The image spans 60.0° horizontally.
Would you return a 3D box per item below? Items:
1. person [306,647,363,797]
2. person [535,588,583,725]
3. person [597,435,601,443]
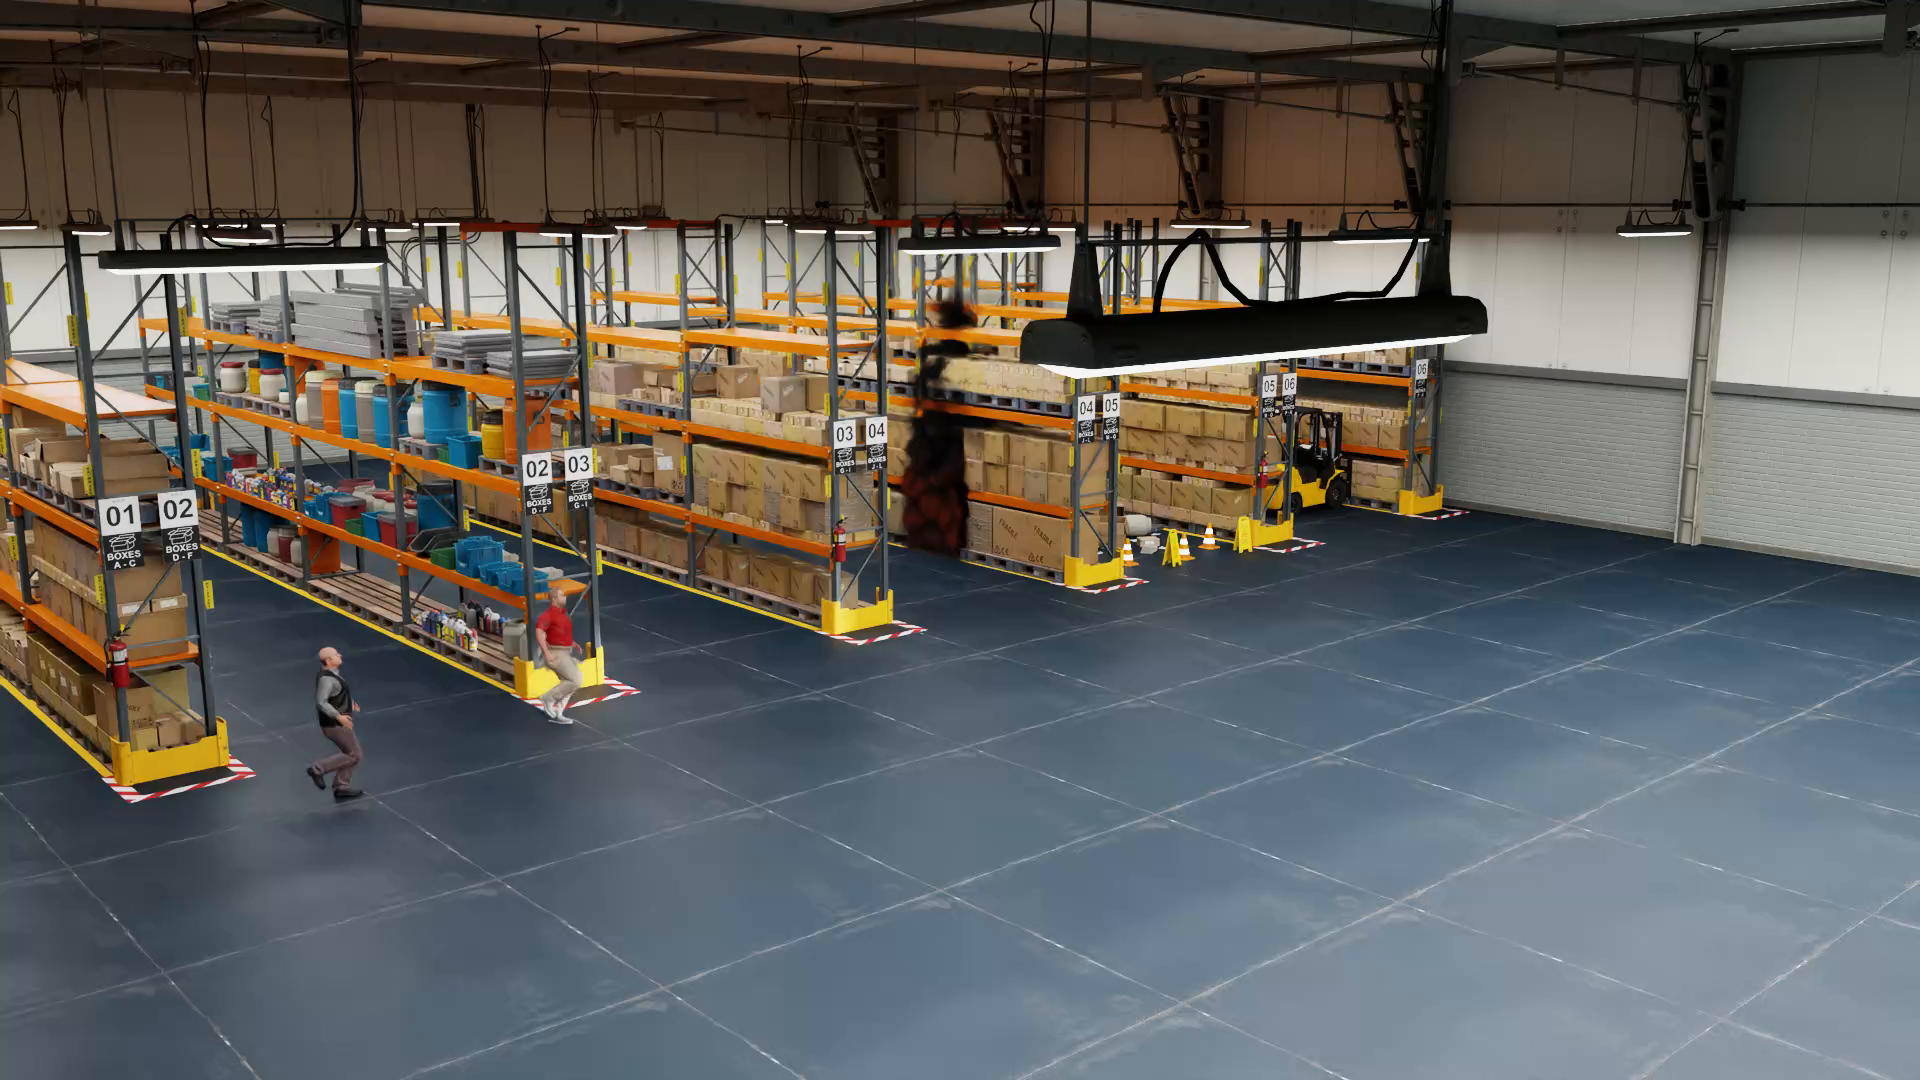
[{"bbox_3d":[-6.761,2.001,17.927,0.591,1.630,0.661,-4,12,-19],"label":"person"},{"bbox_3d":[-4.924,1.425,20.640,0.539,1.652,0.700,0,11,0],"label":"person"},{"bbox_3d":[-8.446,-1.927,37.589,0.606,1.594,0.810,-7,13,-31],"label":"person"}]
